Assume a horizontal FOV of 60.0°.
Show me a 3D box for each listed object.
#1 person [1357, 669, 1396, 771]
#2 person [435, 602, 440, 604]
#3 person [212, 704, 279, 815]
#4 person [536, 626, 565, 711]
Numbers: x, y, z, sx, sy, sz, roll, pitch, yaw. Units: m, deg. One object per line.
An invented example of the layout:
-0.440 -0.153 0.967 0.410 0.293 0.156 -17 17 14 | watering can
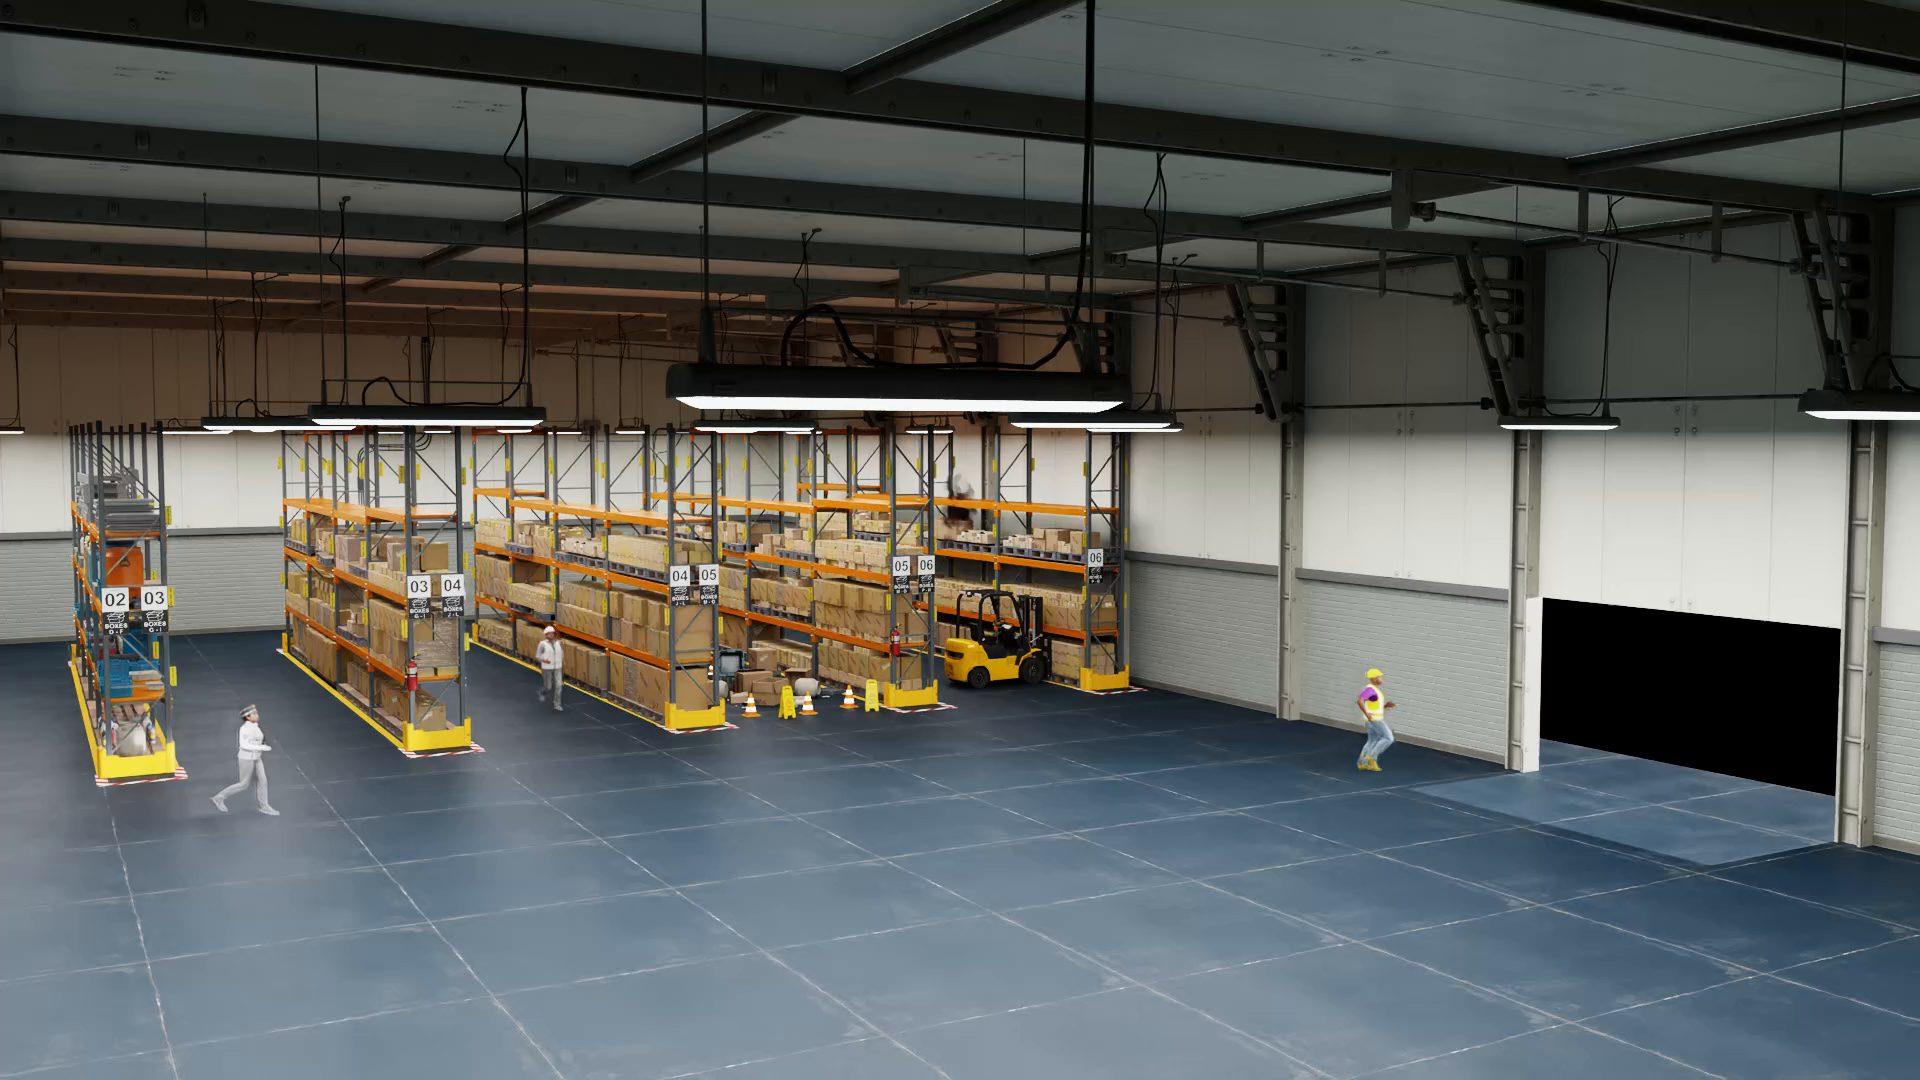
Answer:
7.132 3.077 28.478 0.654 1.741 0.692 1 4 11 | person
-14.765 2.000 46.552 0.716 1.784 0.658 1 4 20 | person
-10.781 3.332 25.118 0.917 1.701 0.624 0 4 -6 | person
-8.585 2.690 34.979 0.676 1.751 0.945 -3 4 -36 | person
